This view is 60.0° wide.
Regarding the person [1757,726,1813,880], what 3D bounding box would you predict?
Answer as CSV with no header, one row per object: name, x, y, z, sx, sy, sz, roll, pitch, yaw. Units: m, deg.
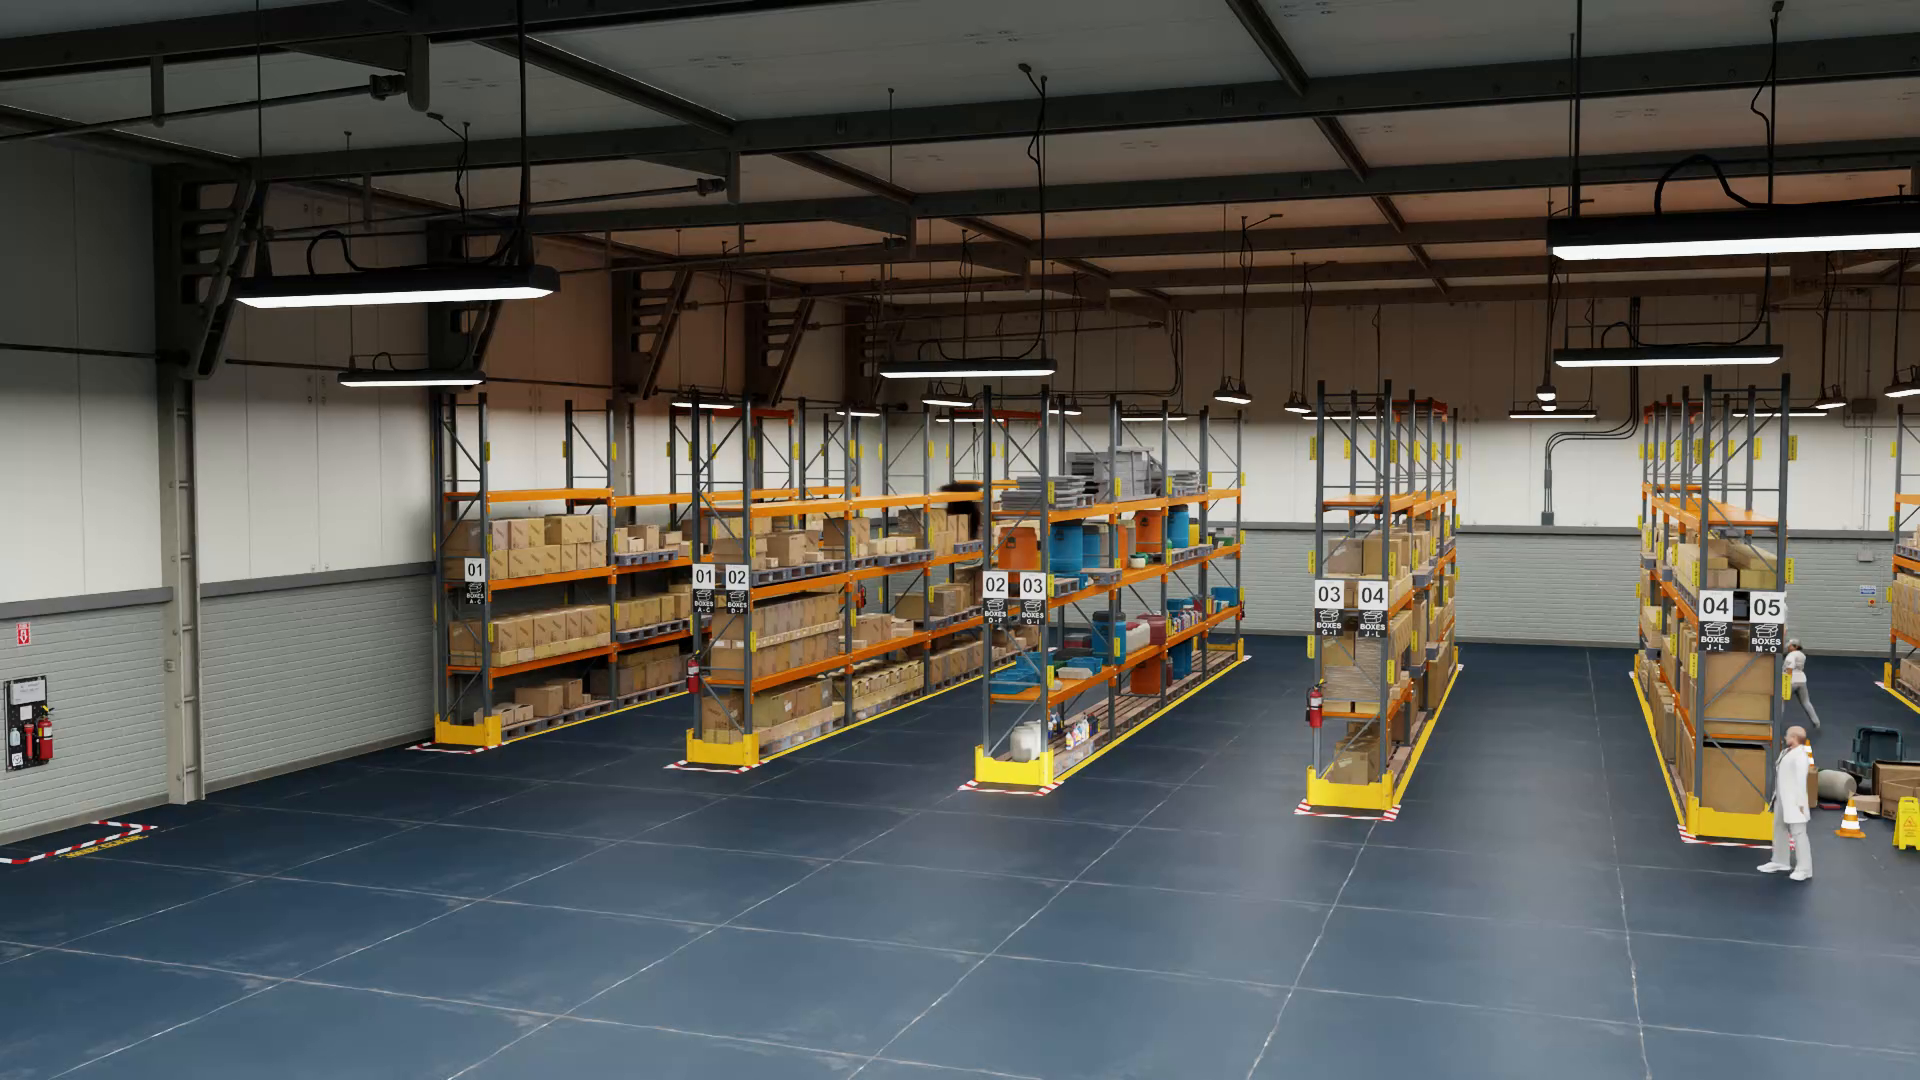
person,9.737,3.060,19.543,0.479,1.797,0.740,0,3,3

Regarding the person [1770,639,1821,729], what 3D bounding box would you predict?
person,15.036,2.589,29.945,0.590,1.627,0.894,-1,3,-22

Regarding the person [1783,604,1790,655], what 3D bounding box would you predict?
person,19.109,2.054,38.799,0.727,1.743,0.578,-1,3,-13

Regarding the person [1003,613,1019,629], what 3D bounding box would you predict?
person,1.600,1.773,46.009,0.851,1.531,0.489,2,4,30
